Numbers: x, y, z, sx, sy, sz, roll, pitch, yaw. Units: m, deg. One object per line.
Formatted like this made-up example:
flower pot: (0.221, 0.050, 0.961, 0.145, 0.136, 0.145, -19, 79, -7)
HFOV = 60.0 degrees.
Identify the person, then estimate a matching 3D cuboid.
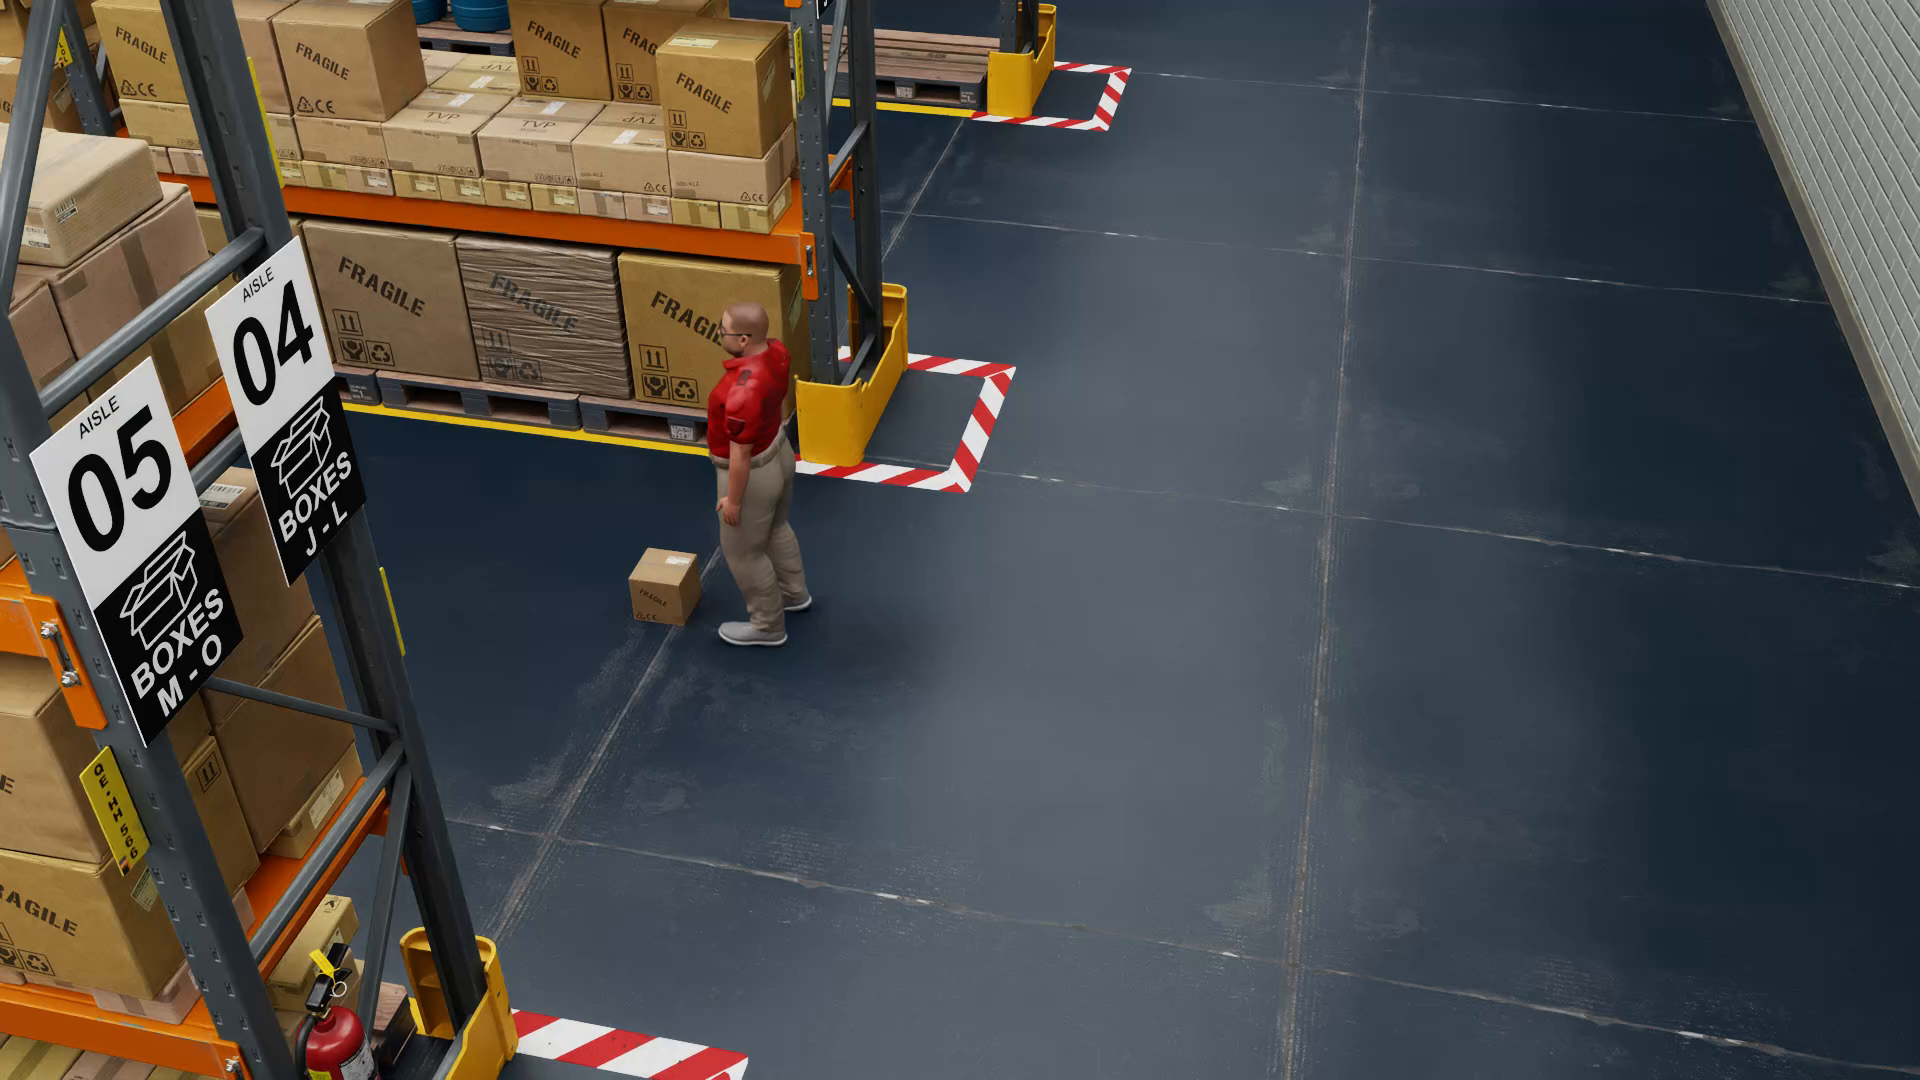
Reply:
person: (-0.931, -0.280, 7.391, 0.367, 1.753, 0.527, 8, 37, 11)
